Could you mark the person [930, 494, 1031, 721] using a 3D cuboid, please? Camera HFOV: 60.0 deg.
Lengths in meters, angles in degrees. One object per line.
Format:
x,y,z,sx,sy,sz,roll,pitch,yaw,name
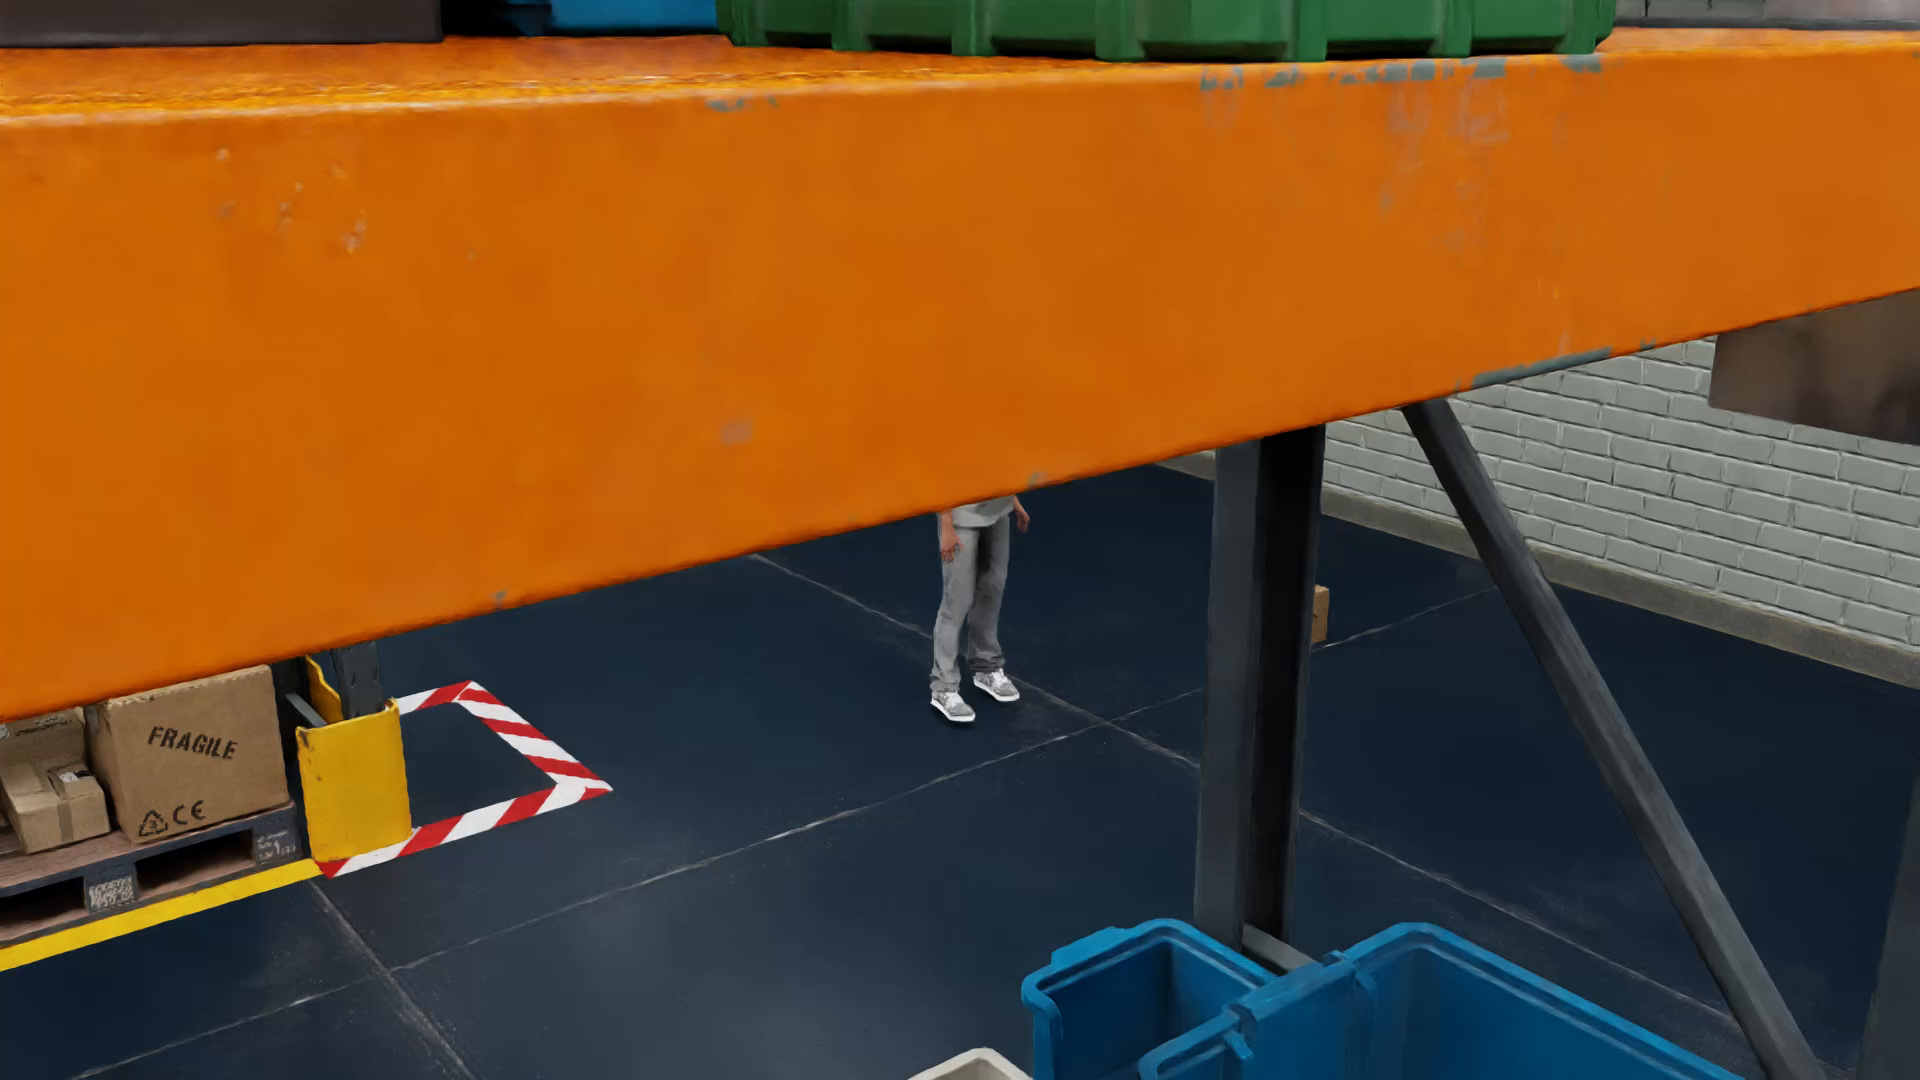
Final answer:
0.067,-0.082,6.743,0.341,1.605,0.471,11,21,32,person
